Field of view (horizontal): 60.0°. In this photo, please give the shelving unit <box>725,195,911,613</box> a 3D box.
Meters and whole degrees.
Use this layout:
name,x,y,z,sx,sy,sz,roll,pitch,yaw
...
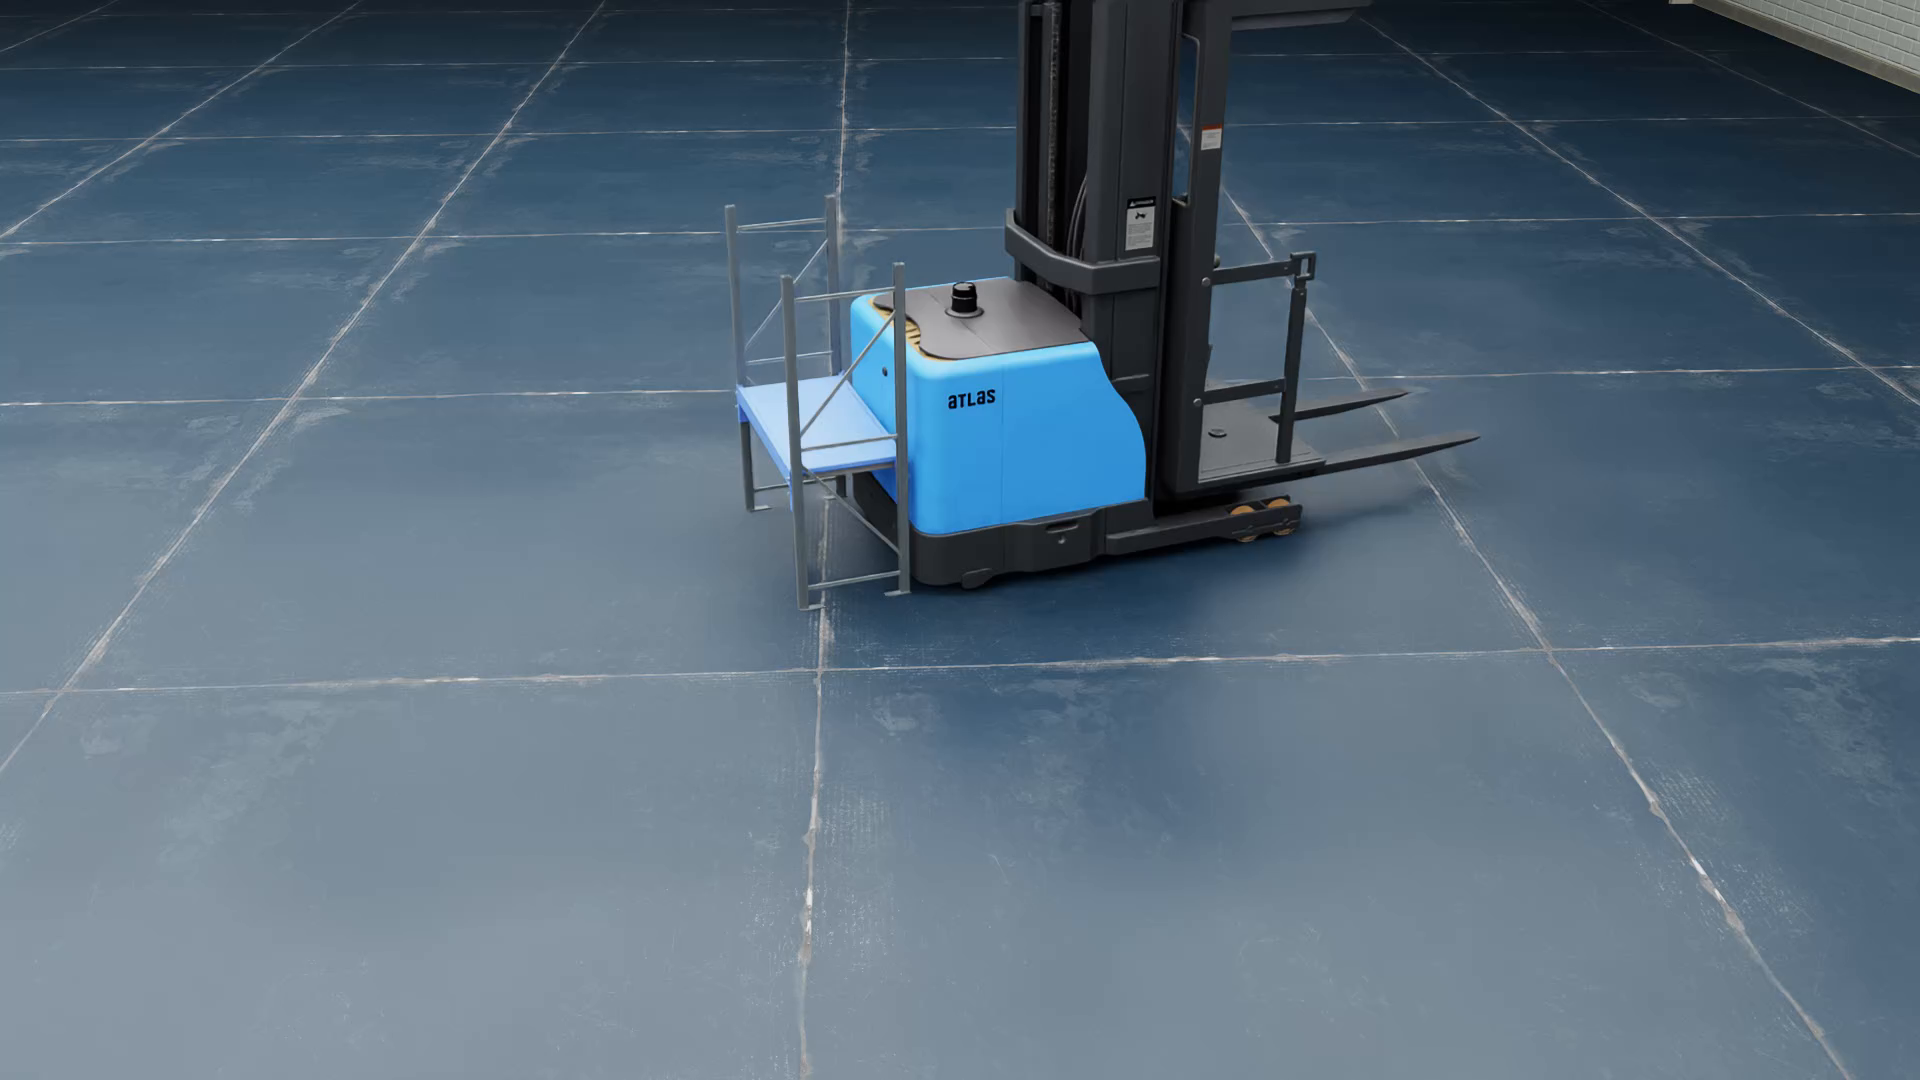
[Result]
name,x,y,z,sx,sy,sz,roll,pitch,yaw
shelving unit,-0.628,-0.620,7.316,0.538,1.500,1.048,-9,29,-17

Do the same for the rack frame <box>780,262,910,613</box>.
name,x,y,z,sx,sy,sz,roll,pitch,yaw
rack frame,-0.459,-0.398,6.891,0.500,1.500,0.032,-9,29,-17

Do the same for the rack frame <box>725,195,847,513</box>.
name,x,y,z,sx,sy,sz,roll,pitch,yaw
rack frame,-0.797,-0.841,7.741,0.500,1.500,0.032,-9,29,-17

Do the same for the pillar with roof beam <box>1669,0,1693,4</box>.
name,x,y,z,sx,sy,sz,roll,pitch,yaw
pillar with roof beam,4.520,-10.532,18.211,9.100,9.000,0.400,-1,28,-3

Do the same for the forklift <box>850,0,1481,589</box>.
name,x,y,z,sx,sy,sz,roll,pitch,yaw
forklift,1.058,-1.505,7.466,3.031,2.935,1.130,-10,29,-19

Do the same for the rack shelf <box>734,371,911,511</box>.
name,x,y,z,sx,sy,sz,roll,pitch,yaw
rack shelf,-0.628,-0.460,7.399,0.538,0.185,1.000,-9,29,-17
